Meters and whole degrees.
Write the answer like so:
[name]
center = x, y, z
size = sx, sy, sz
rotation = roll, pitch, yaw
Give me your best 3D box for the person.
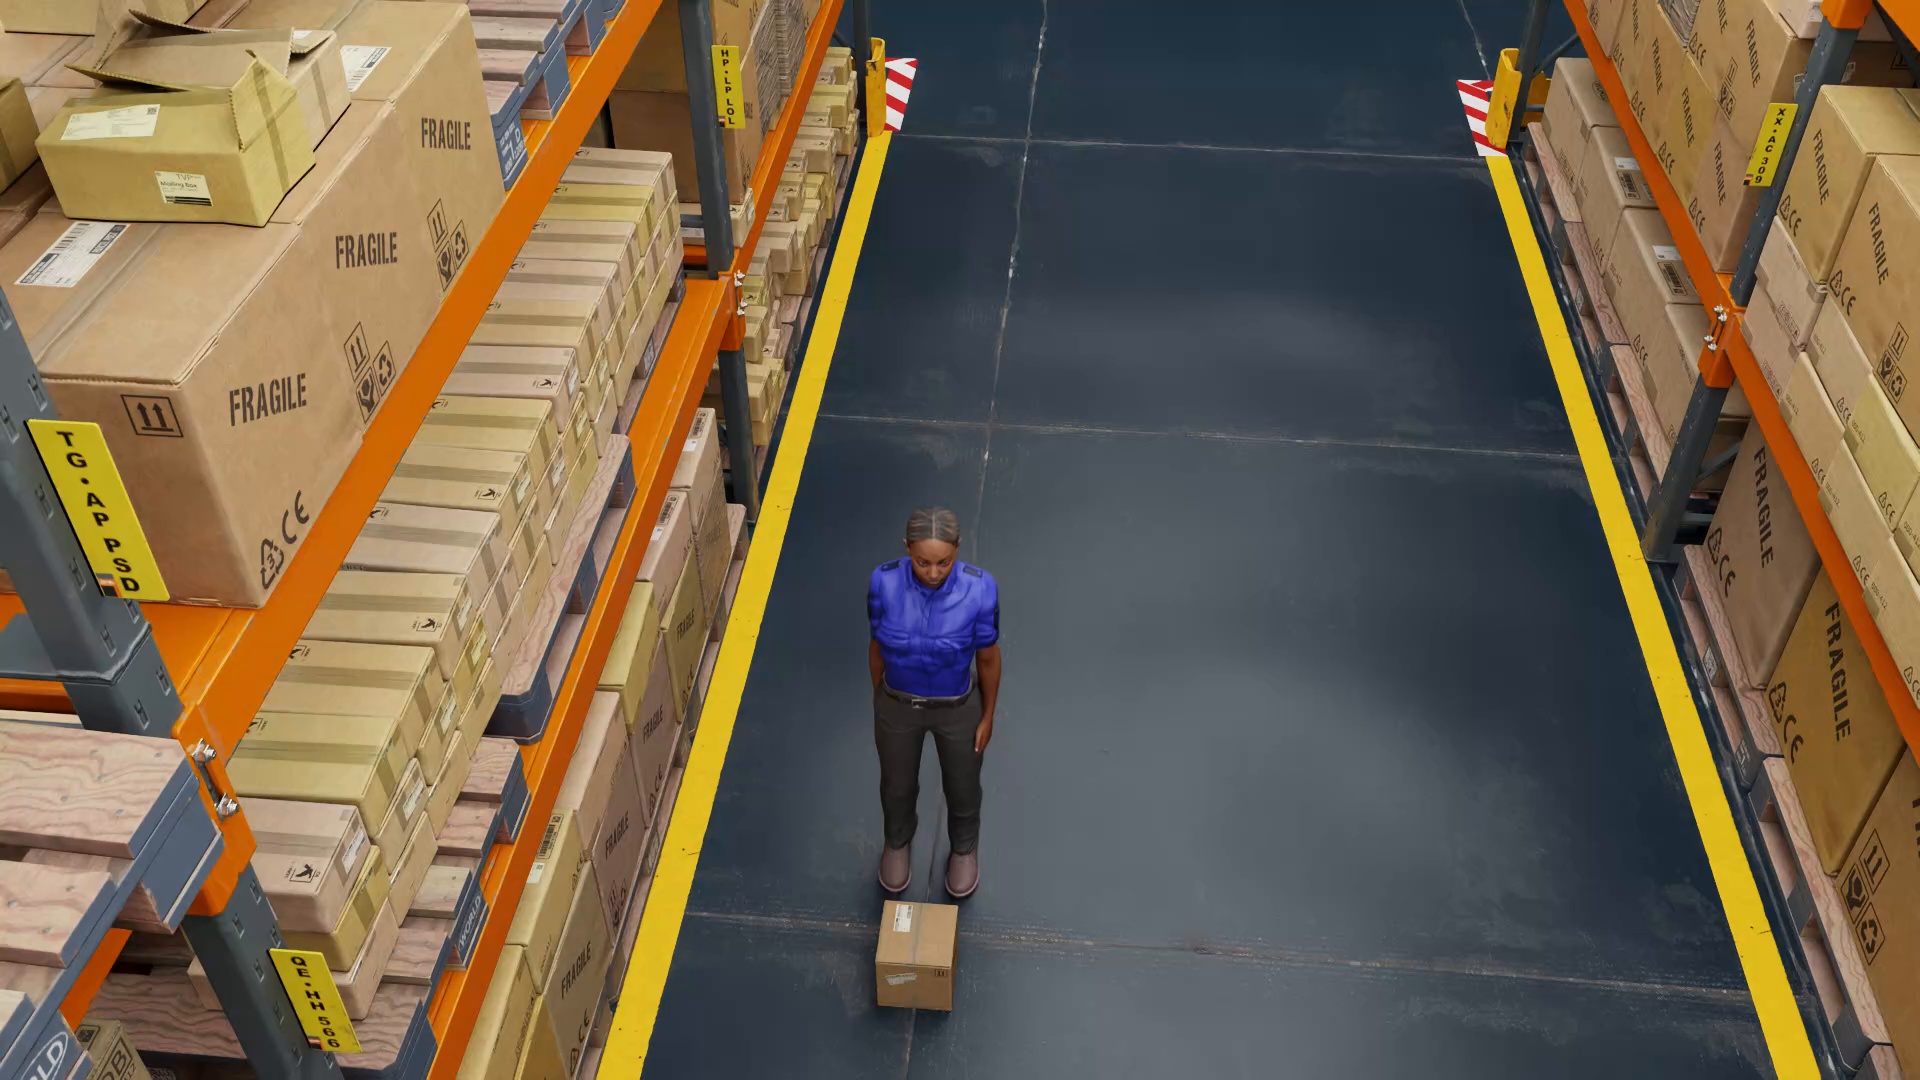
[person]
center = -0.085, 0.551, 5.515
size = 0.437, 1.659, 0.303
rotation = 4, 40, 5
